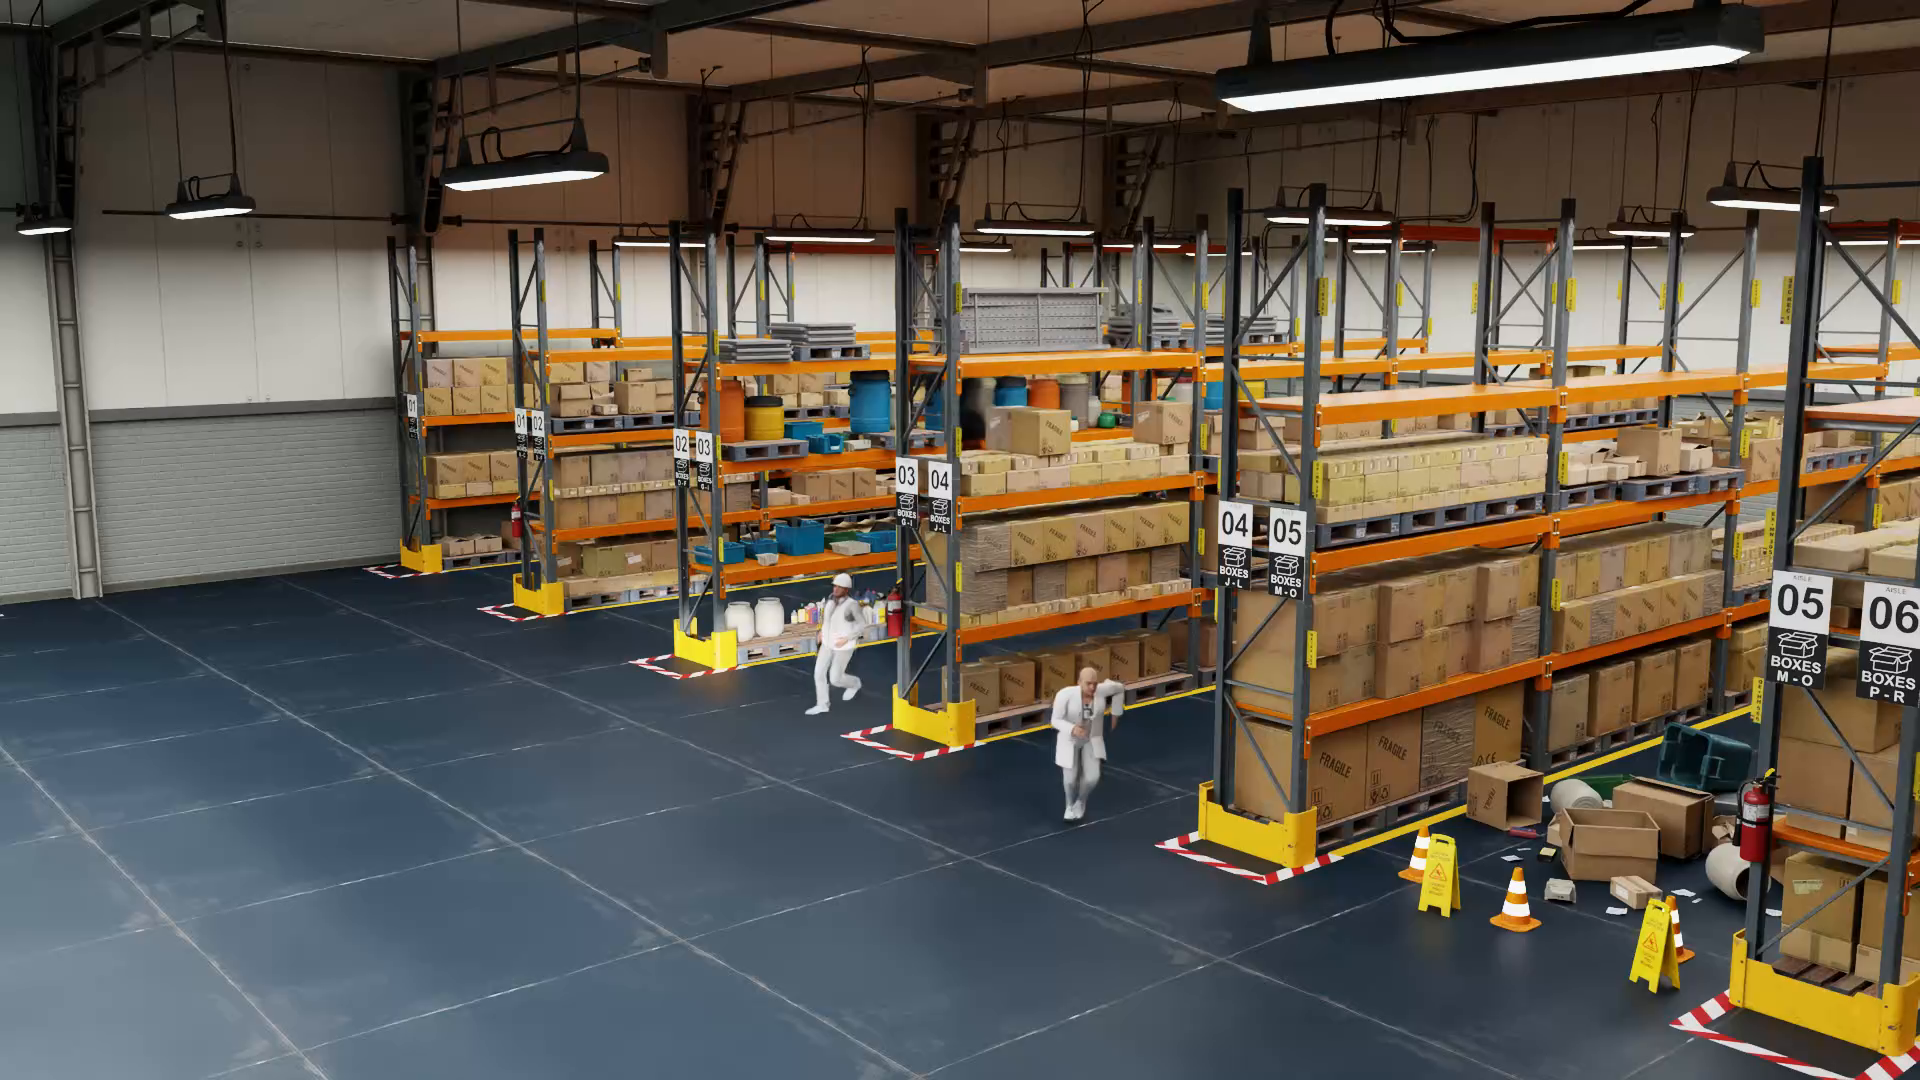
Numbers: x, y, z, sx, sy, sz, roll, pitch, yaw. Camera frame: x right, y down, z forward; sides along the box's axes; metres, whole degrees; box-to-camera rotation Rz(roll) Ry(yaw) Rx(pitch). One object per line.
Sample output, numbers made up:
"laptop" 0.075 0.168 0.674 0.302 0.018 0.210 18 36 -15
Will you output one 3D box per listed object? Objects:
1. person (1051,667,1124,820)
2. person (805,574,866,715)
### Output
"person" 1.214 1.948 15.842 0.742 1.612 0.969 -1 9 -7
"person" -1.409 1.247 20.089 0.713 1.733 0.758 8 12 40
